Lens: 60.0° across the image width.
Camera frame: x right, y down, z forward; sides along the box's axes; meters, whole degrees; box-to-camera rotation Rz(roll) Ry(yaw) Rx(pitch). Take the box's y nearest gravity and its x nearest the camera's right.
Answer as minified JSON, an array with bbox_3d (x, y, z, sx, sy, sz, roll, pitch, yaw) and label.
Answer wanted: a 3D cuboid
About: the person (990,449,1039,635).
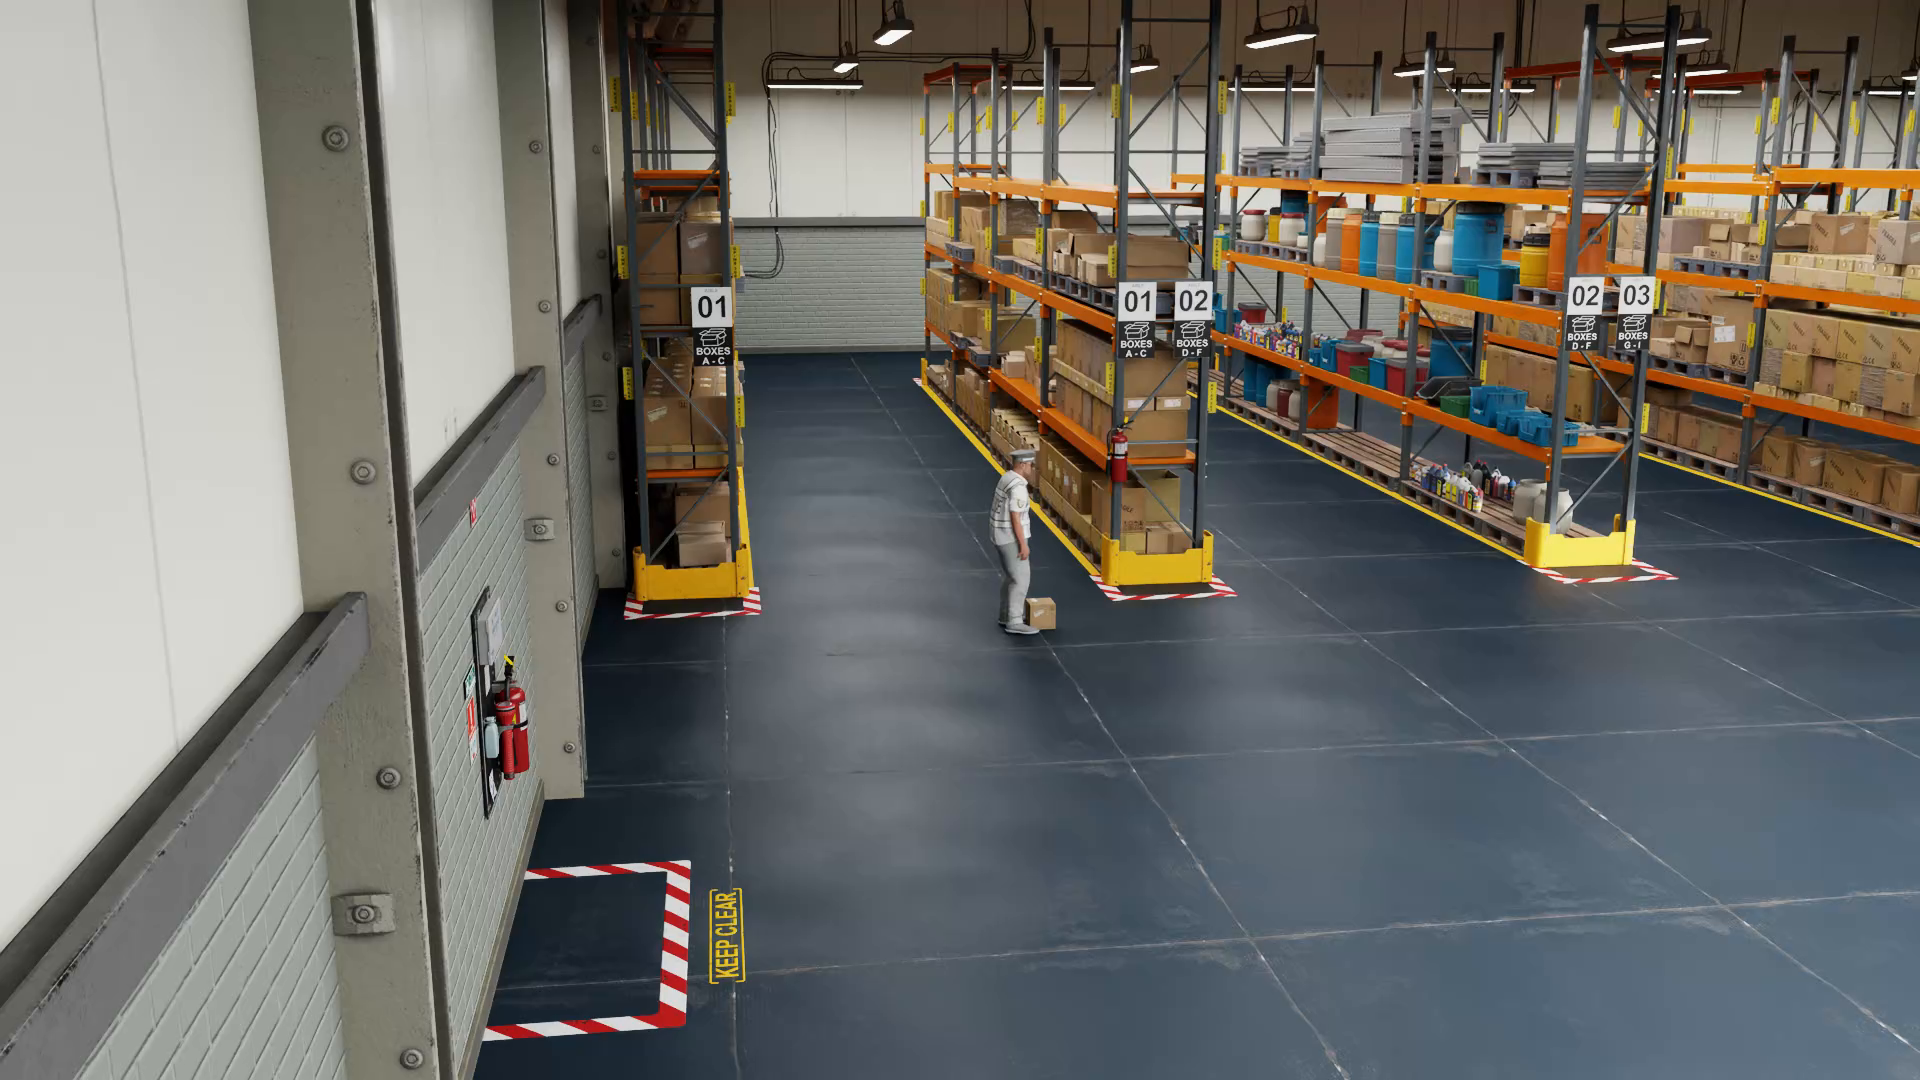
[{"bbox_3d":[0.514,-0.002,15.977,0.435,1.748,0.590,-2,13,-9],"label":"person"}]
